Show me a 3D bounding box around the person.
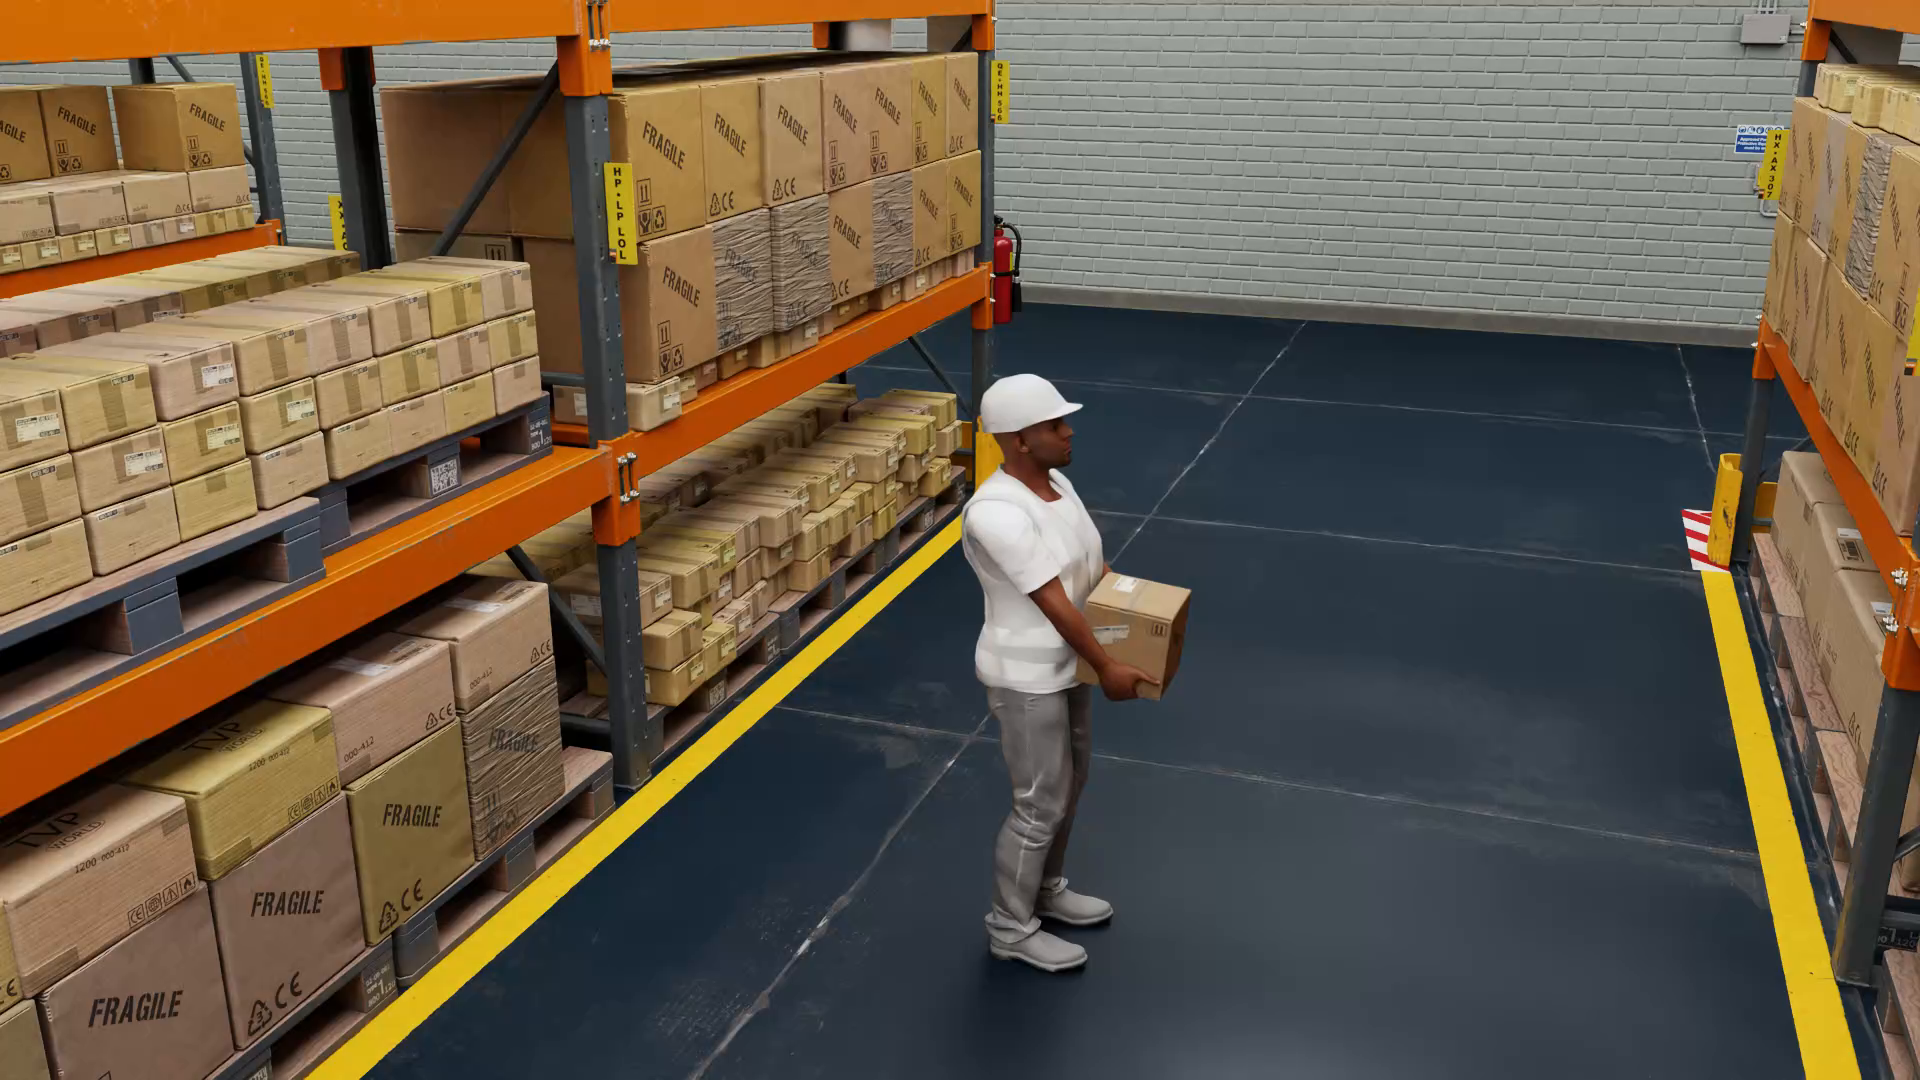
[{"bbox_3d":[0.329,0.394,4.861,0.587,1.758,0.502,6,20,18],"label":"person"}]
